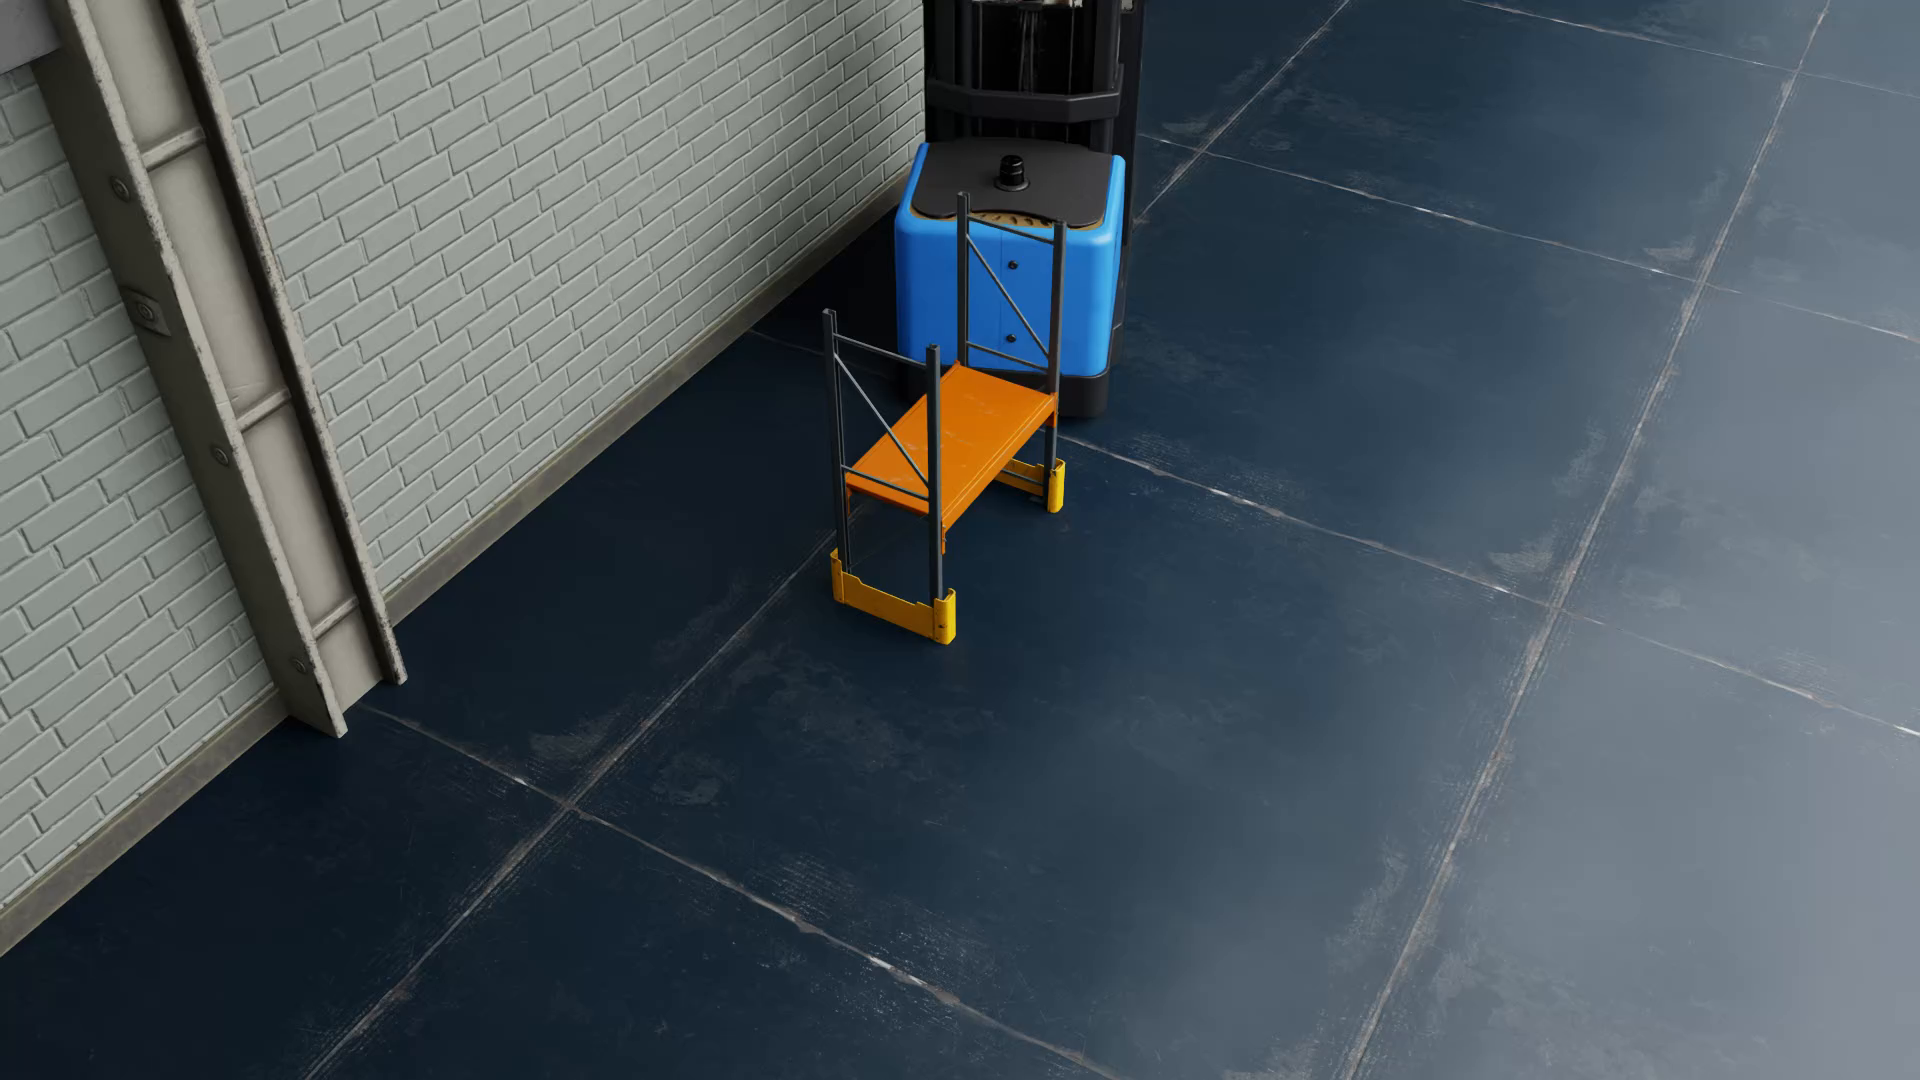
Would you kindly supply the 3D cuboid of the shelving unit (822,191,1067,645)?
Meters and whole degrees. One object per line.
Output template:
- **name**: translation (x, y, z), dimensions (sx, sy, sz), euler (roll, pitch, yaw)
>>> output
- **shelving unit**: translation (-0.038, -0.519, 7.020), dimensions (0.587, 1.500, 1.083), euler (21, 45, 22)

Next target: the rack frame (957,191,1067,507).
- **rack frame**: translation (0.212, -0.805, 7.345), dimensions (0.500, 1.500, 0.032), euler (21, 45, 22)

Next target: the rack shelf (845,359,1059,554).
- **rack shelf**: translation (-0.043, -0.379, 7.133), dimensions (0.538, 0.185, 1.000), euler (21, 45, 22)

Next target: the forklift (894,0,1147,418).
- **forklift**: translation (0.397, -2.674, 8.384), dimensions (1.130, 2.935, 3.031), euler (5, 42, 6)

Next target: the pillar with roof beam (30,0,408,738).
- **pillar with roof beam**: translation (1.203, -1.320, 2.256), dimensions (9.100, 9.000, 0.400), euler (21, 45, 22)

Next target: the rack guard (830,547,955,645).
- **rack guard**: translation (-0.287, 0.235, 7.110), dimensions (0.587, 0.250, 0.087), euler (21, 45, 22)

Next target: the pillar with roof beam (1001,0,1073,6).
- **pillar with roof beam**: translation (4.205, -4.753, 6.154), dimensions (9.100, 9.000, 0.400), euler (21, 45, 22)

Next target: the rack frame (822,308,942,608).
- **rack frame**: translation (-0.297, -0.223, 6.684), dimensions (0.500, 1.500, 0.032), euler (21, 45, 22)

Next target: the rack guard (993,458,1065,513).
- **rack guard**: translation (0.211, -0.335, 7.757), dimensions (0.587, 0.250, 0.087), euler (21, 45, 22)
